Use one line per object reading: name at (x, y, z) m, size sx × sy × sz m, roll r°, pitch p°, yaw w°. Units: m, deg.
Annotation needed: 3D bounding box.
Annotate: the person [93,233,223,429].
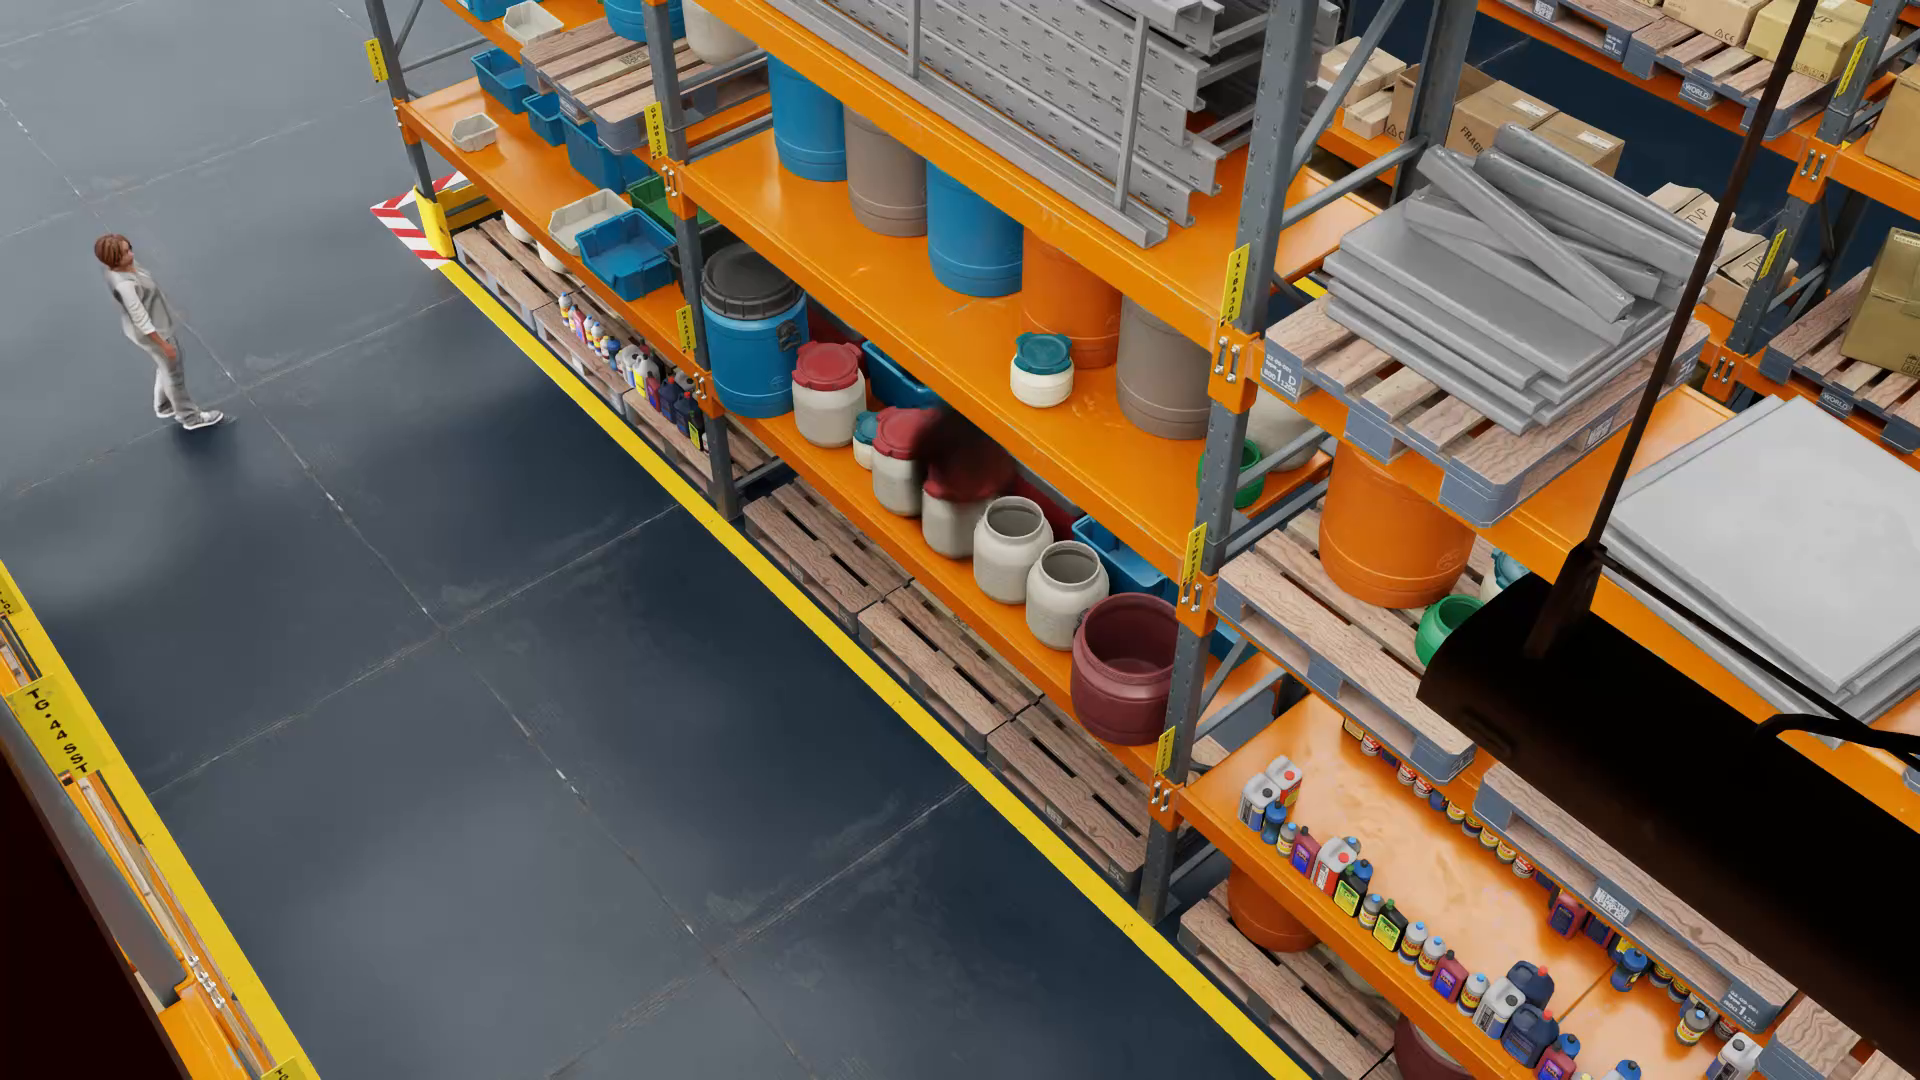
person at (-5.442, -1.397, 11.205) m, size 0.367 × 1.609 × 0.462 m, roll -35°, pitch 56°, yaw -29°
